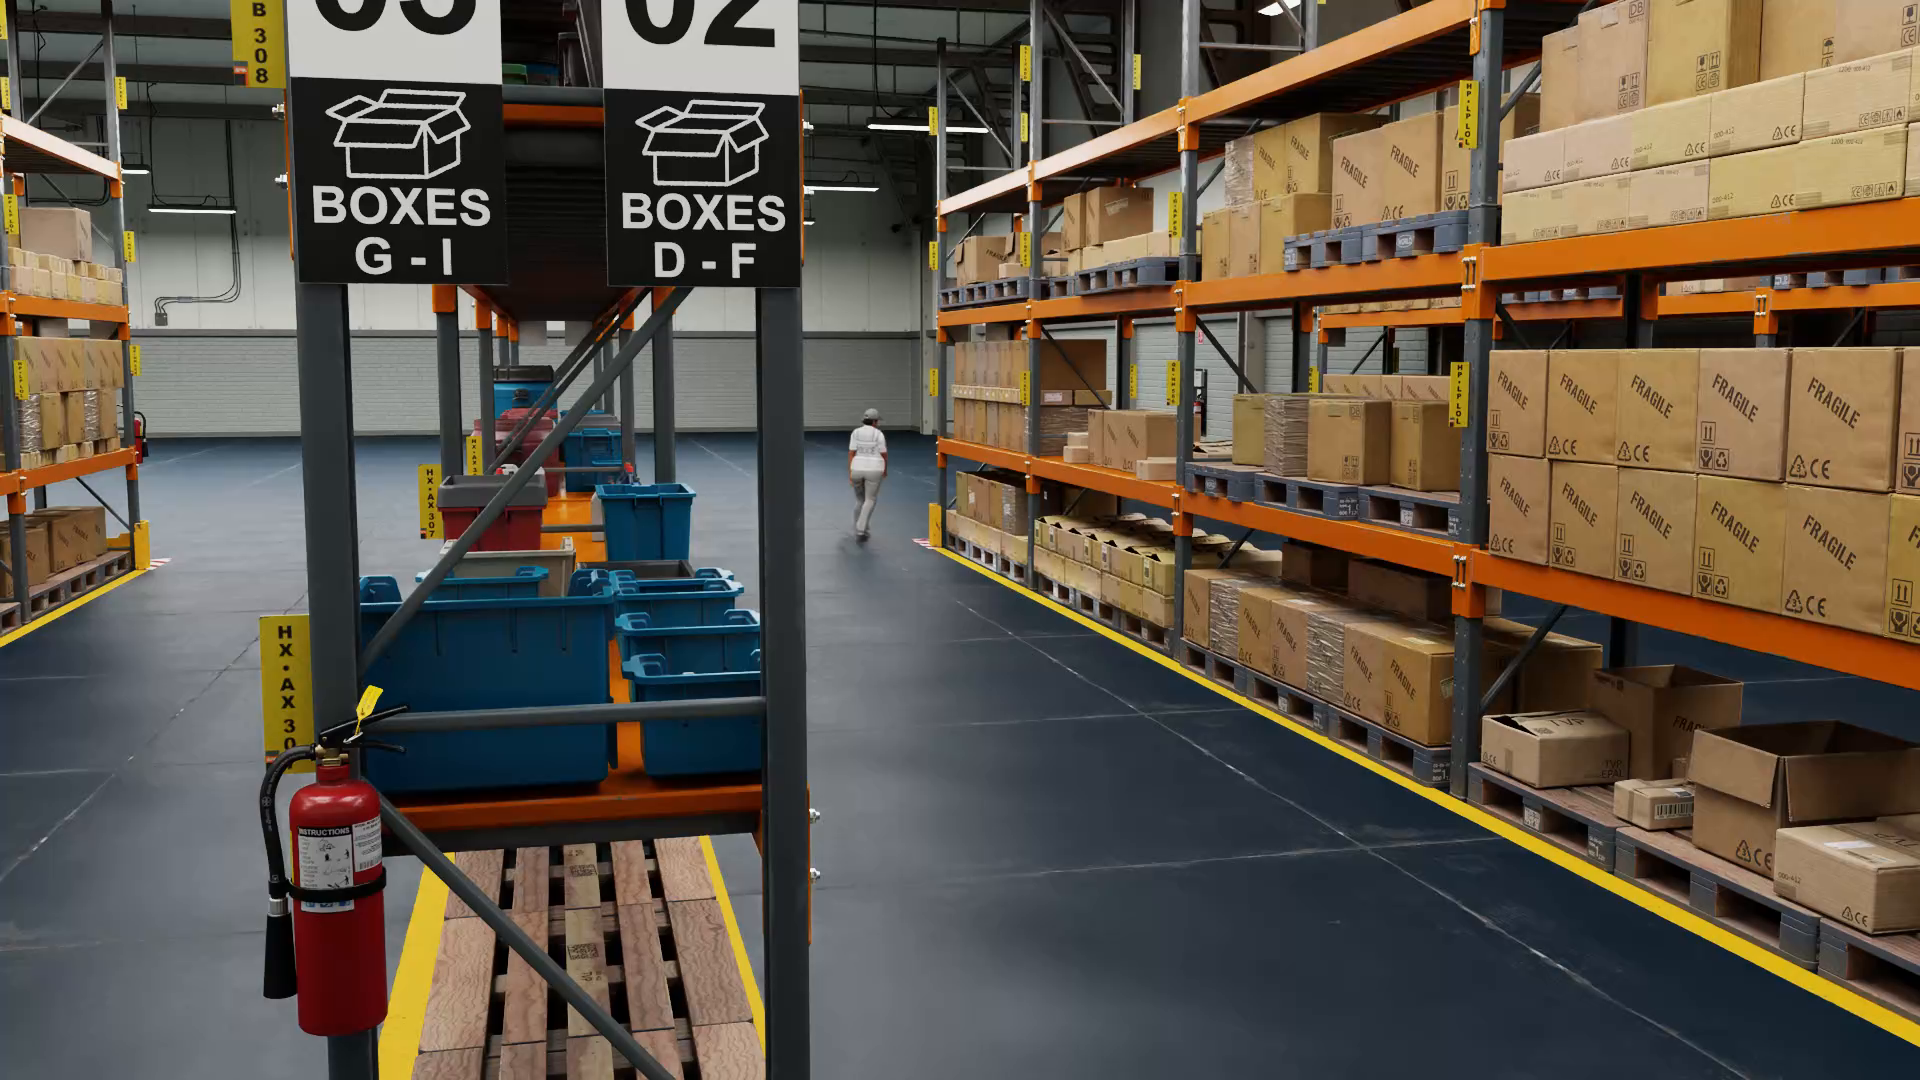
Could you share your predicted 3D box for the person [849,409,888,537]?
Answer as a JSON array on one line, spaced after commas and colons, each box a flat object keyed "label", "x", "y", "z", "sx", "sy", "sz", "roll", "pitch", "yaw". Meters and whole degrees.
[{"label": "person", "x": -1.160, "y": -0.853, "z": 20.989, "sx": 0.539, "sy": 1.601, "sz": 0.882, "roll": 2, "pitch": 7, "yaw": 22}]
